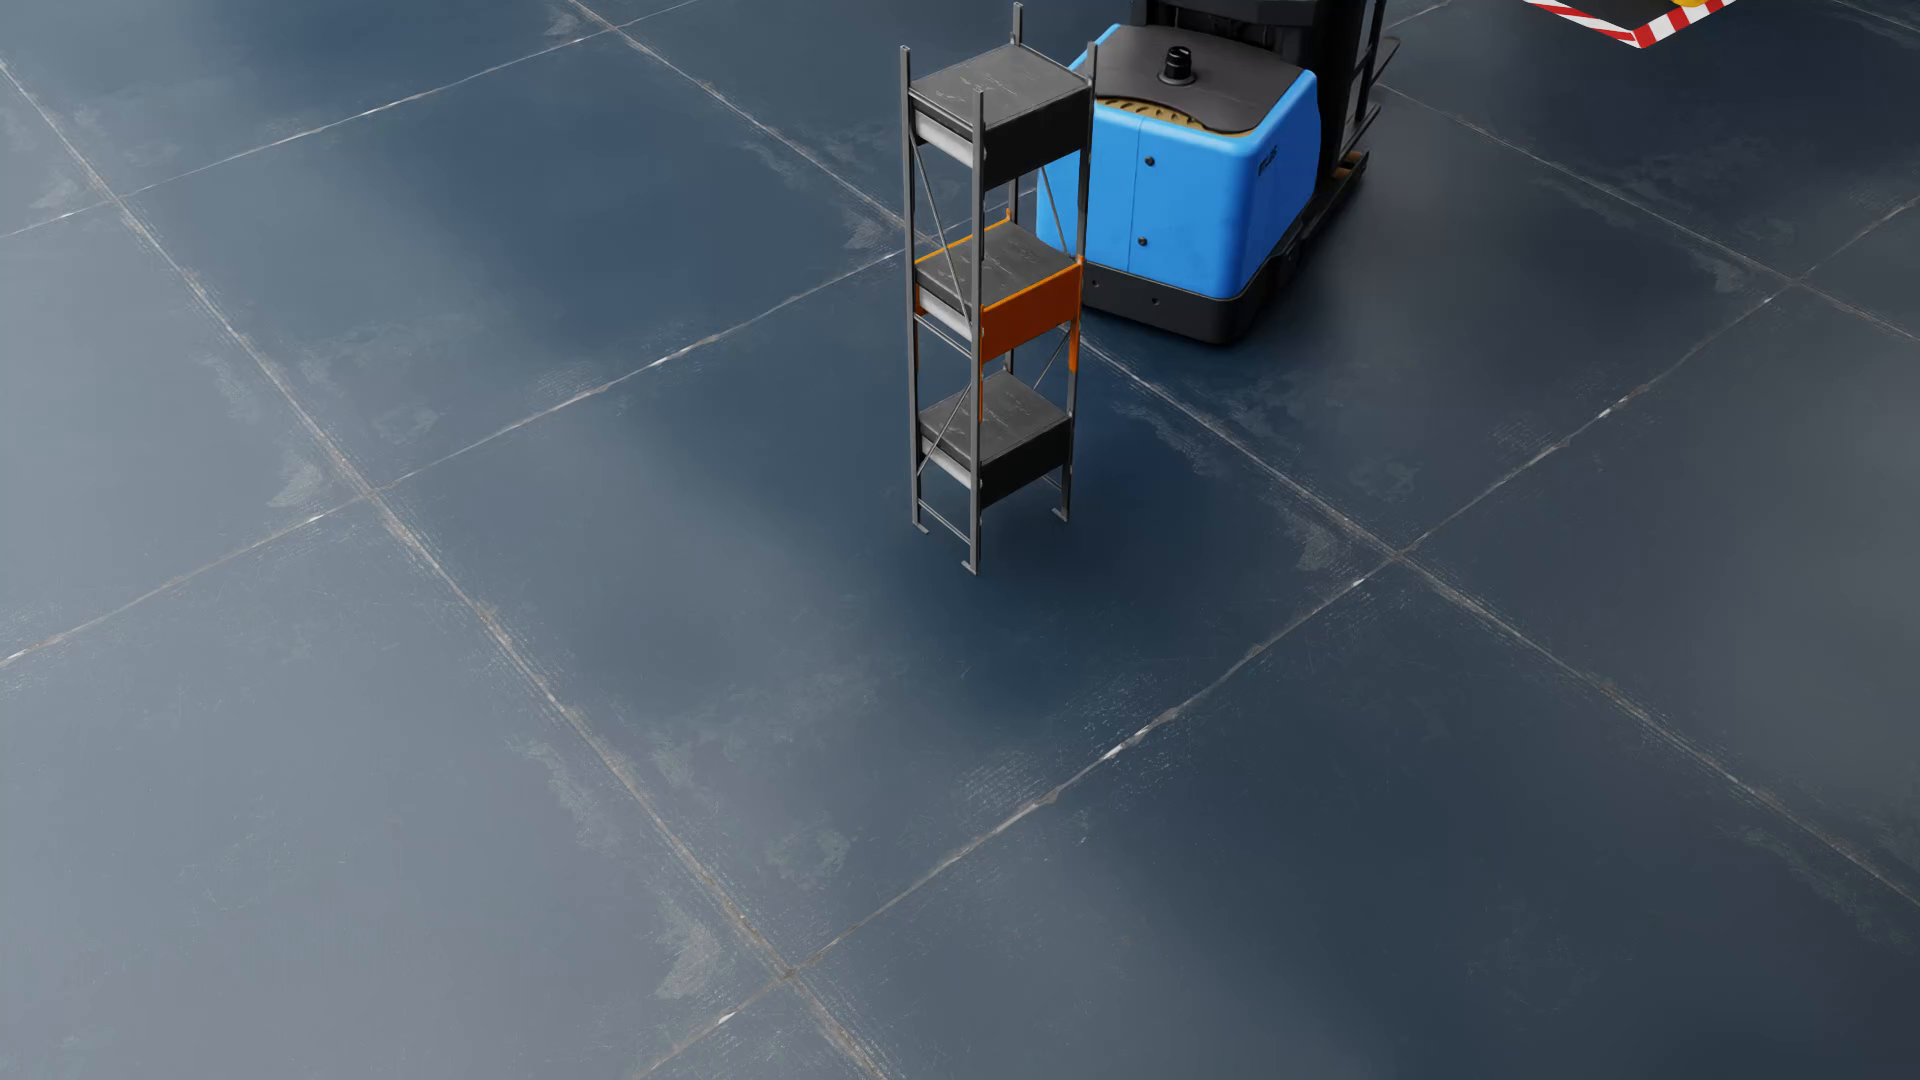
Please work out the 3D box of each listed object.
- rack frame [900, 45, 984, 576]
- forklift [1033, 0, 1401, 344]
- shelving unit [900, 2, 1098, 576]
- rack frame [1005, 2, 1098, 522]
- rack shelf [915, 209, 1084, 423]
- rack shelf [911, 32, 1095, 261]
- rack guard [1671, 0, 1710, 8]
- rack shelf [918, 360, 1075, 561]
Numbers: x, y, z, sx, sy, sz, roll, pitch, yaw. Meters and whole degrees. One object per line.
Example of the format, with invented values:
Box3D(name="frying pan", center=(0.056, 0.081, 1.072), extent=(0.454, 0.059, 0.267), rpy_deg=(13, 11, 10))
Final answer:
Box3D(name="rack frame", center=(-0.060, -0.731, 5.994), extent=(0.015, 2.100, 0.400), rpy_deg=(-30, 51, -28))
Box3D(name="forklift", center=(1.488, -2.967, 7.768), extent=(1.130, 2.935, 3.031), rpy_deg=(20, 47, 20))
Box3D(name="shelving unit", center=(0.127, -0.838, 6.109), extent=(0.503, 2.100, 0.431), rpy_deg=(-30, 51, -28))
Box3D(name="rack frame", center=(0.314, -0.945, 6.223), extent=(0.015, 2.100, 0.400), rpy_deg=(-30, 51, -28))
Box3D(name="rack shelf", center=(0.127, -0.828, 6.118), extent=(0.480, 0.518, 0.431), rpy_deg=(-30, 51, -28))
Box3D(name="rack shelf", center=(0.127, -1.338, 5.639), extent=(0.480, 0.518, 0.431), rpy_deg=(-30, 51, -28))
Box3D(name="rack guard", center=(4.252, -3.825, 10.458), extent=(0.348, 0.500, 1.175), rpy_deg=(-30, 51, -28))
Box3D(name="rack shelf", center=(0.127, -0.318, 6.597), extent=(0.480, 0.518, 0.431), rpy_deg=(-30, 51, -28))
